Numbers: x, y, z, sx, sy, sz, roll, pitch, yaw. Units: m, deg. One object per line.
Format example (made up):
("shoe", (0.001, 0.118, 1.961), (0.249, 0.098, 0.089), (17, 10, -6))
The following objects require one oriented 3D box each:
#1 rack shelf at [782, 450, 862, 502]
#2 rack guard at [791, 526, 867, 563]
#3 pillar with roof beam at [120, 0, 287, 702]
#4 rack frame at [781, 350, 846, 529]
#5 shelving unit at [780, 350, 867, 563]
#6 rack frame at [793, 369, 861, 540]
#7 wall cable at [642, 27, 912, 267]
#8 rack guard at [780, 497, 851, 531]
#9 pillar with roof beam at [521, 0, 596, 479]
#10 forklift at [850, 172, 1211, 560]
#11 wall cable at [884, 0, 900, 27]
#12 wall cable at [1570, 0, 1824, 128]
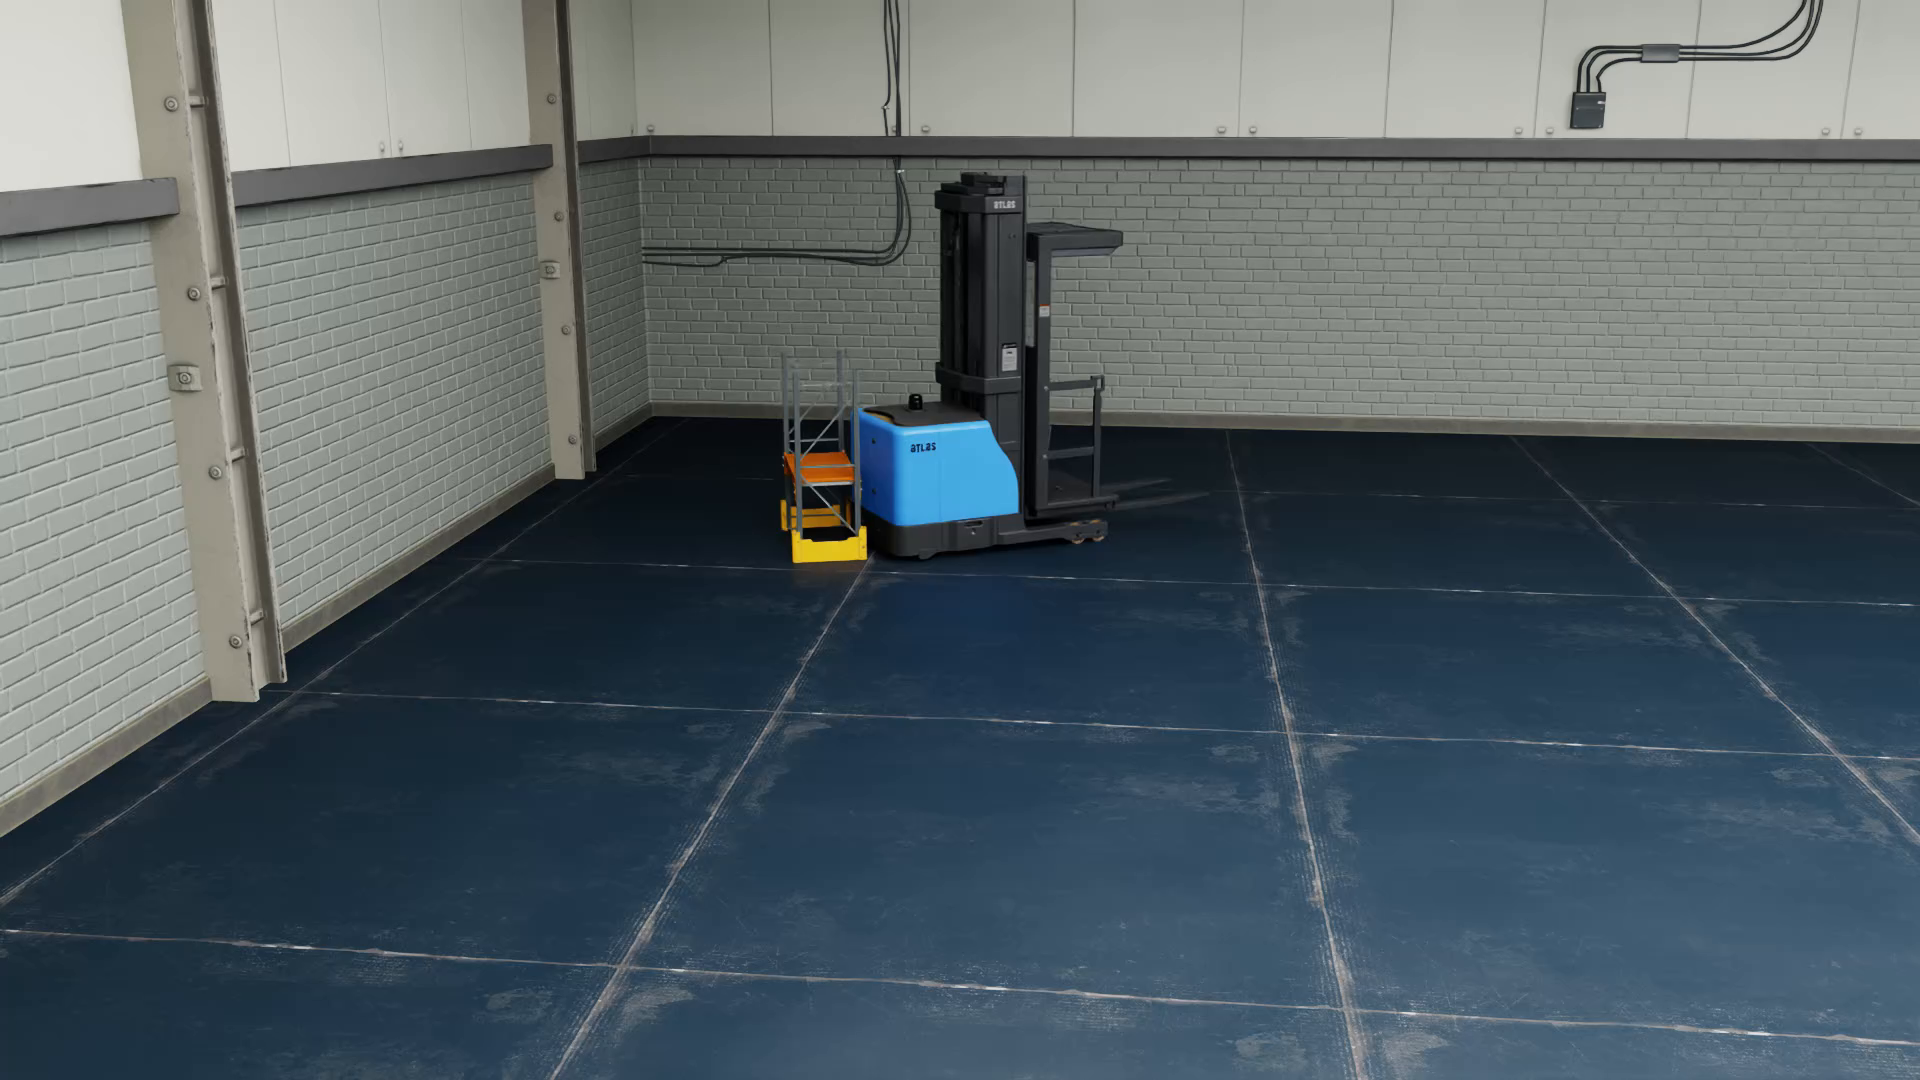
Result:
("rack shelf", (-1.122, -0.525, 13.418), (0.538, 0.185, 1.000), (-3, 15, -10))
("rack guard", (-1.027, 0.035, 13.054), (0.587, 0.250, 0.087), (-3, 15, -10))
("pillar with roof beam", (-0.110, -3.294, 8.604), (9.100, 9.000, 0.400), (2, 15, 6))
("rack frame", (-1.217, -0.829, 13.853), (0.500, 1.500, 0.032), (-3, 15, -10))
("shelving unit", (-1.120, -0.696, 13.363), (0.587, 1.500, 1.083), (-3, 15, -10))
("rack frame", (-1.027, -0.568, 12.889), (0.500, 1.500, 0.032), (-3, 15, -10))
("wall cable", (-2.064, -4.203, 17.915), (3.097, 2.526, 0.112), (2, 15, 6))
("rack guard", (-1.214, -0.220, 13.998), (0.587, 0.250, 0.087), (-3, 15, -10))
("pillar with roof beam", (0.567, -4.850, 14.359), (9.100, 9.000, 0.400), (2, 15, 6))
("forklift", (0.651, -1.504, 13.610), (3.031, 2.935, 1.130), (-7, 17, -25))
("wall cable", (0.624, -6.561, 16.961), (3.097, 2.526, 0.112), (2, 15, 6))
("wall cable", (7.367, -7.060, 16.017), (2.305, 6.003, 0.169), (2, 15, 6))
